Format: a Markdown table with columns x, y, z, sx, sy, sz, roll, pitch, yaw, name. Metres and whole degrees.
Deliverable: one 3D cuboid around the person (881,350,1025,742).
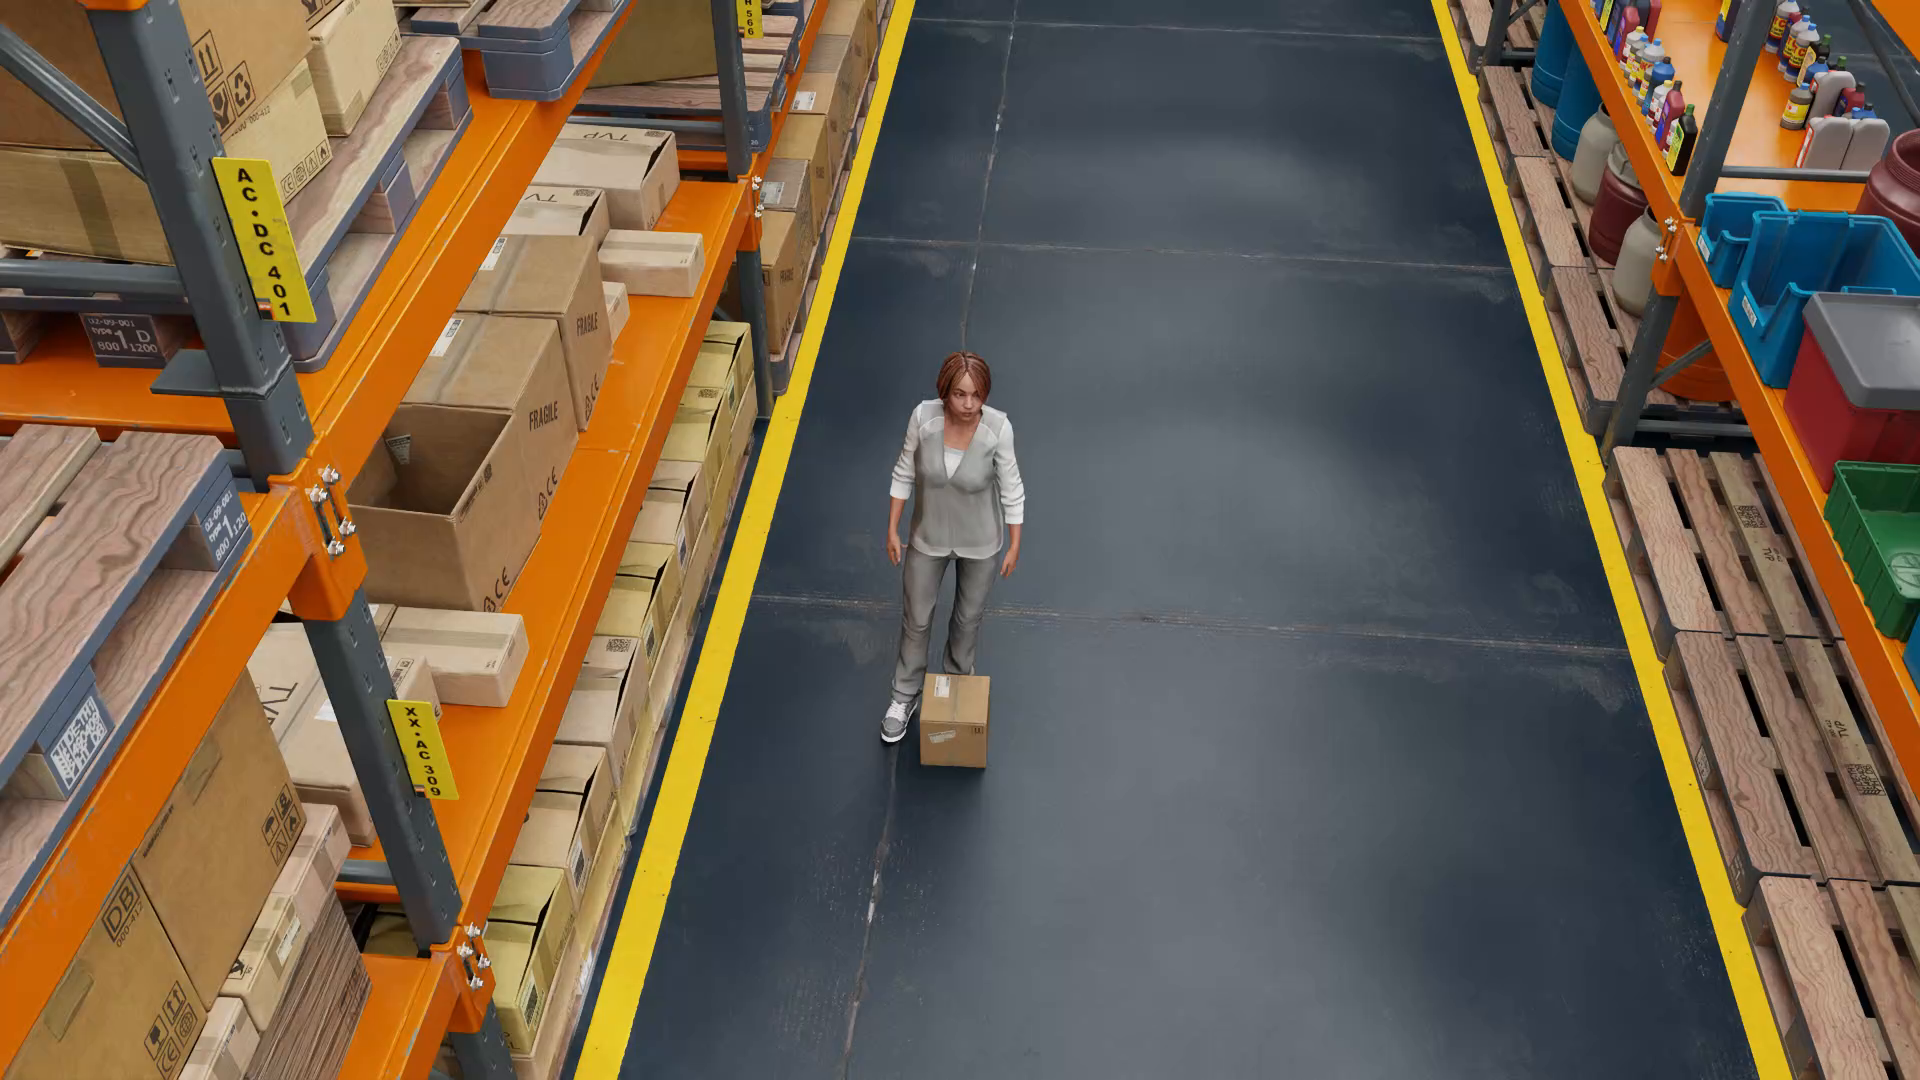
| x | y | z | sx | sy | sz | roll | pitch | yaw | name |
| --- | --- | --- | --- | --- | --- | --- | --- | --- | --- |
| -0.034 | 0.054 | 6.088 | 0.521 | 1.598 | 0.474 | 4 | 41 | 4 | person |
